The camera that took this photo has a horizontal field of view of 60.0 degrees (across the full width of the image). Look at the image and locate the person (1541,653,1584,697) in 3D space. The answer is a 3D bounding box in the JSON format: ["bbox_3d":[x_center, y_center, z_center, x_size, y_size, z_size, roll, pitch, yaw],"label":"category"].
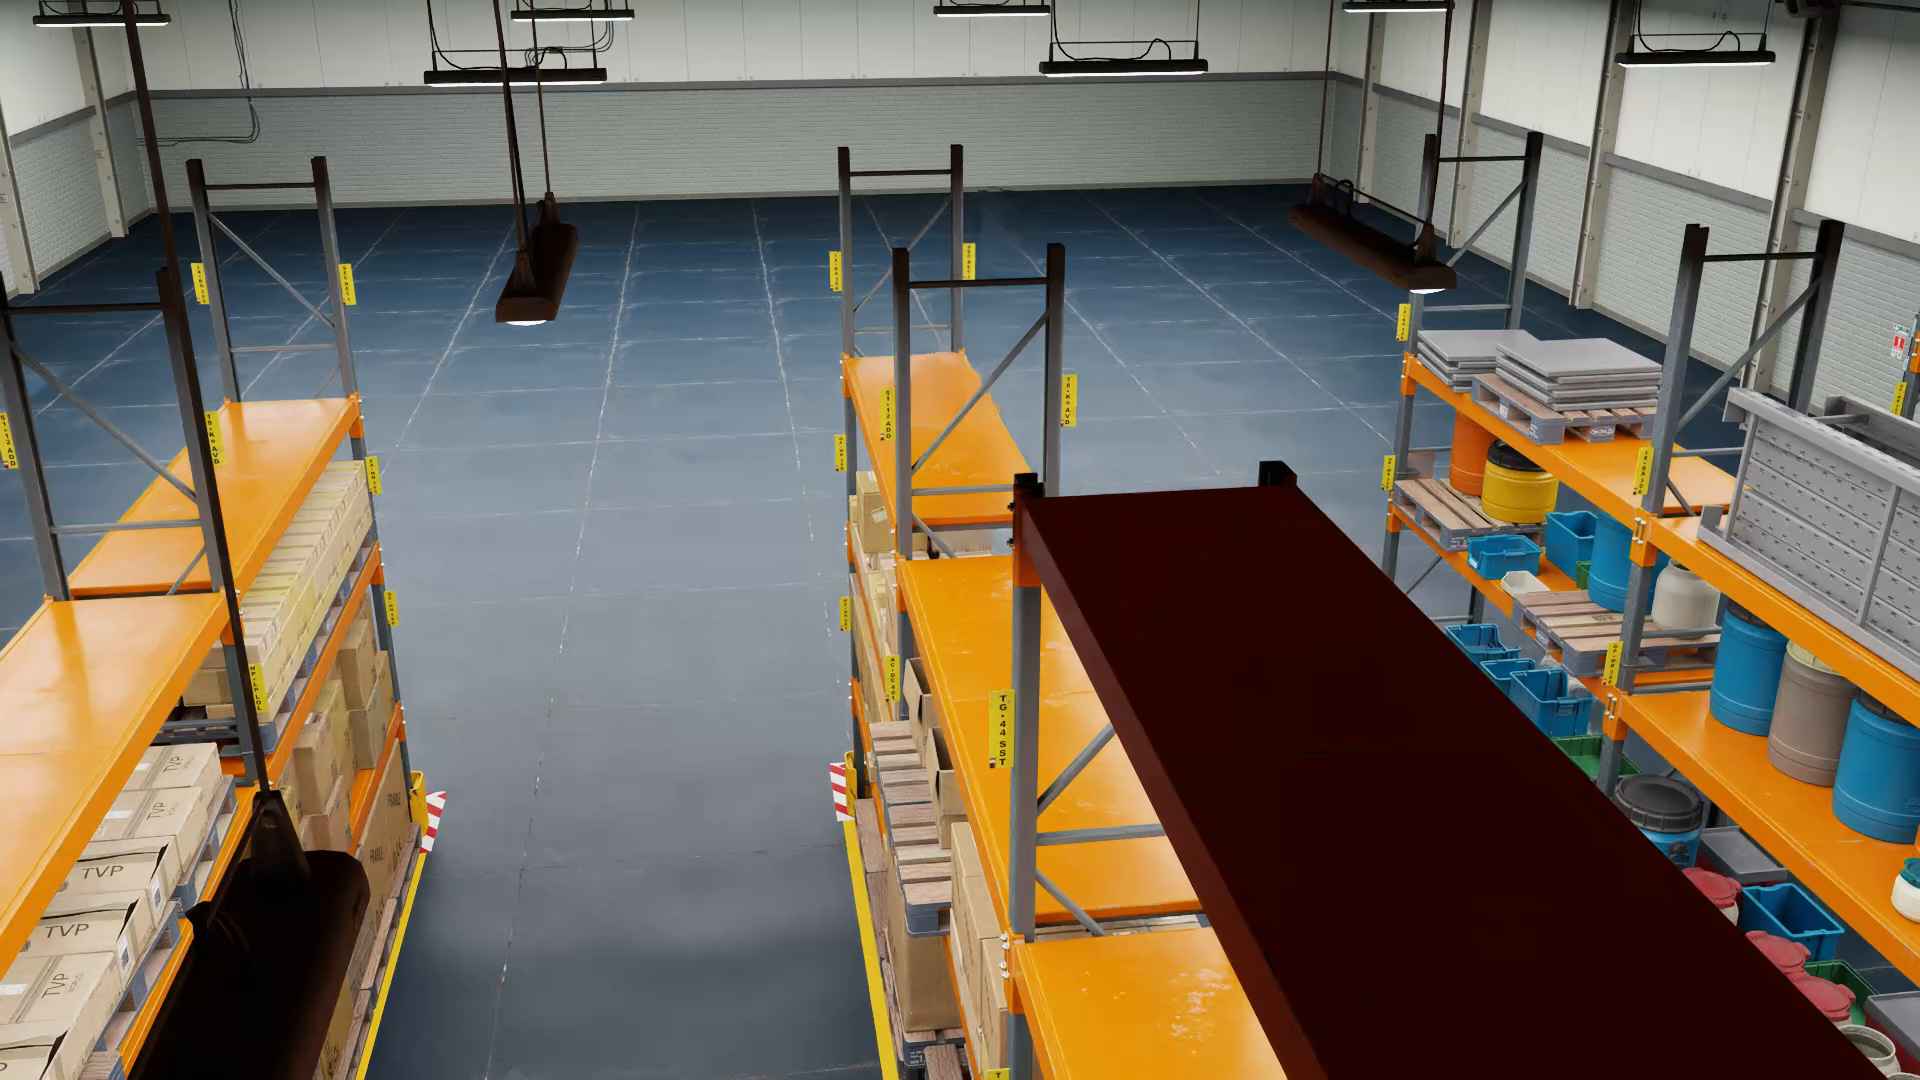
[{"bbox_3d":[5.832,1.334,16.020,0.603,1.646,0.569,-9,23,-22],"label":"person"}]
